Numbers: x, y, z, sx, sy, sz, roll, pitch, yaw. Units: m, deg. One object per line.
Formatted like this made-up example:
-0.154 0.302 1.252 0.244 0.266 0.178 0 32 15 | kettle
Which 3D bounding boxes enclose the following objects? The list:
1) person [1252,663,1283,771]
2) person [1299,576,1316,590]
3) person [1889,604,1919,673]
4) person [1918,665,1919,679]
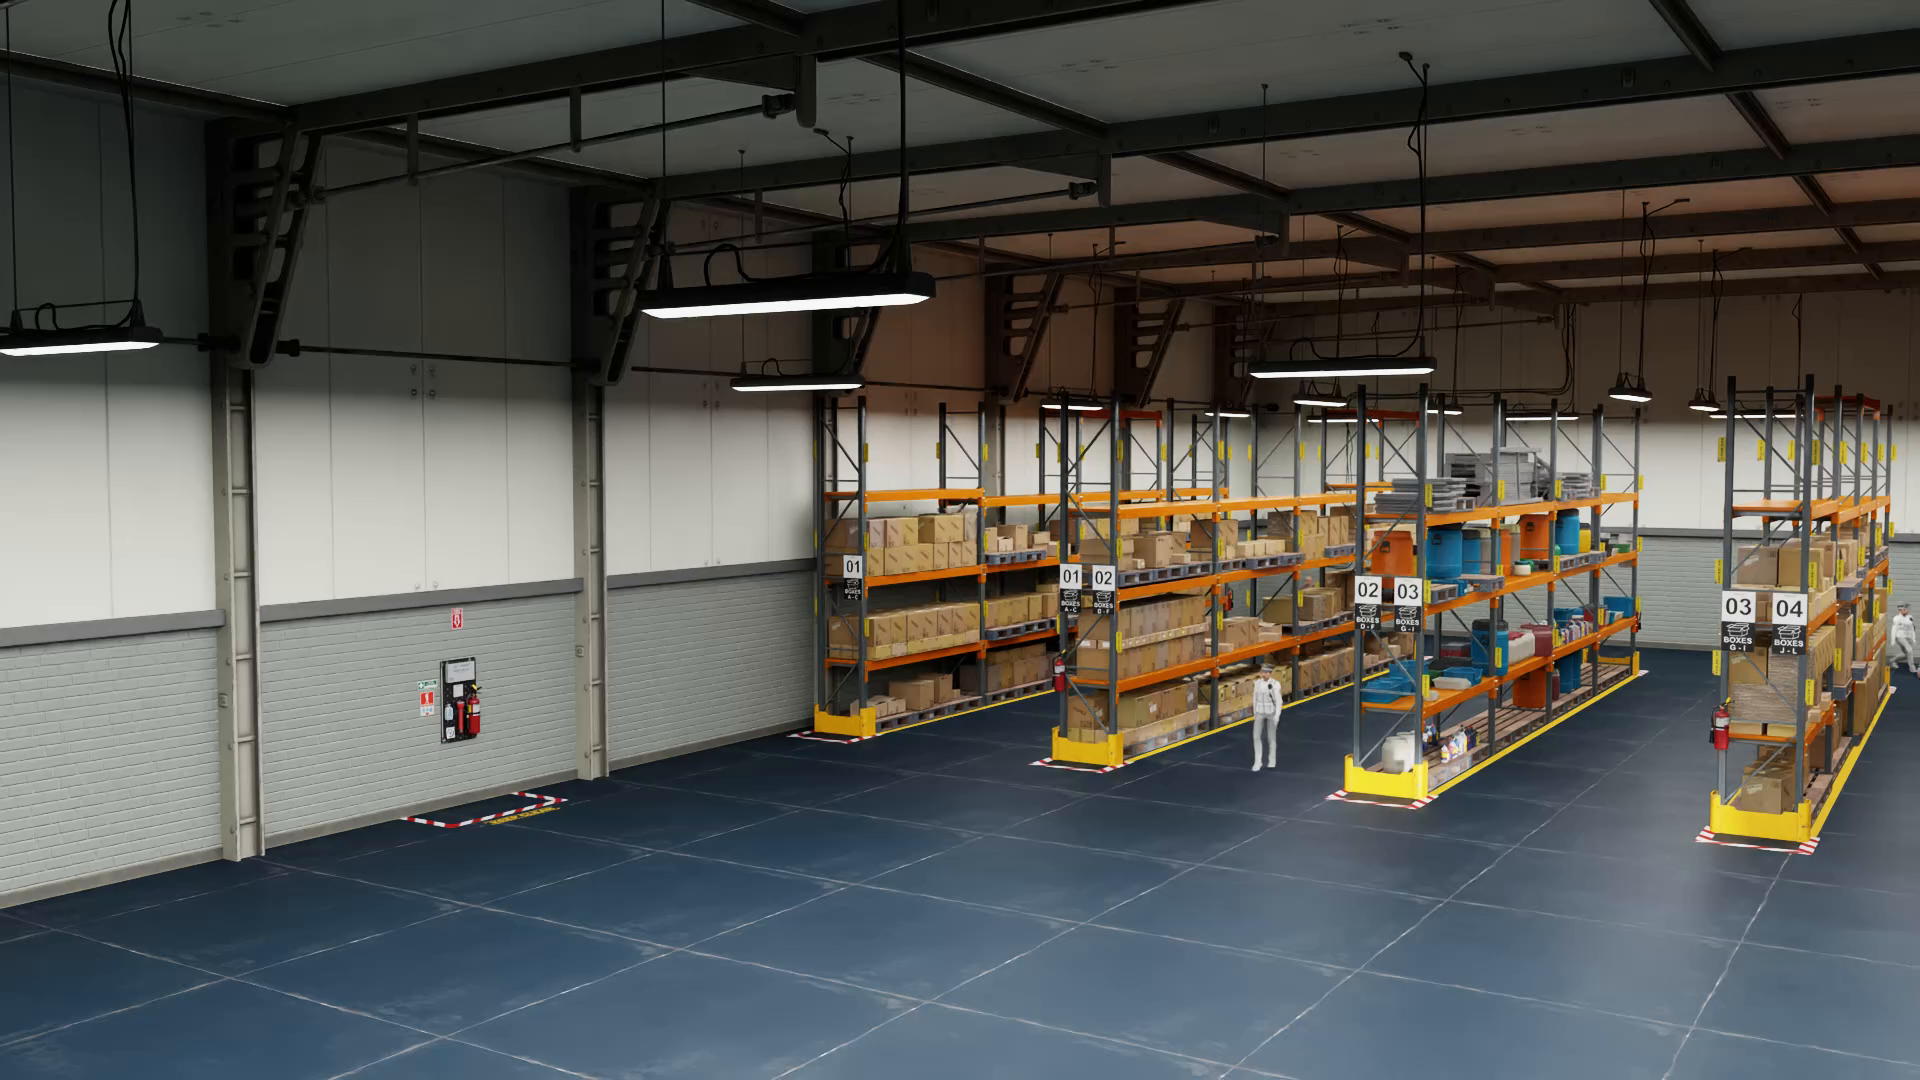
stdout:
4.854 2.802 26.315 0.525 1.724 0.531 2 3 31 | person
9.261 1.813 44.374 0.557 1.722 1.188 -2 4 -34 | person
21.587 2.227 38.002 0.473 1.536 0.951 -1 3 -15 | person
18.290 2.484 31.076 0.677 1.713 1.142 2 4 35 | person
